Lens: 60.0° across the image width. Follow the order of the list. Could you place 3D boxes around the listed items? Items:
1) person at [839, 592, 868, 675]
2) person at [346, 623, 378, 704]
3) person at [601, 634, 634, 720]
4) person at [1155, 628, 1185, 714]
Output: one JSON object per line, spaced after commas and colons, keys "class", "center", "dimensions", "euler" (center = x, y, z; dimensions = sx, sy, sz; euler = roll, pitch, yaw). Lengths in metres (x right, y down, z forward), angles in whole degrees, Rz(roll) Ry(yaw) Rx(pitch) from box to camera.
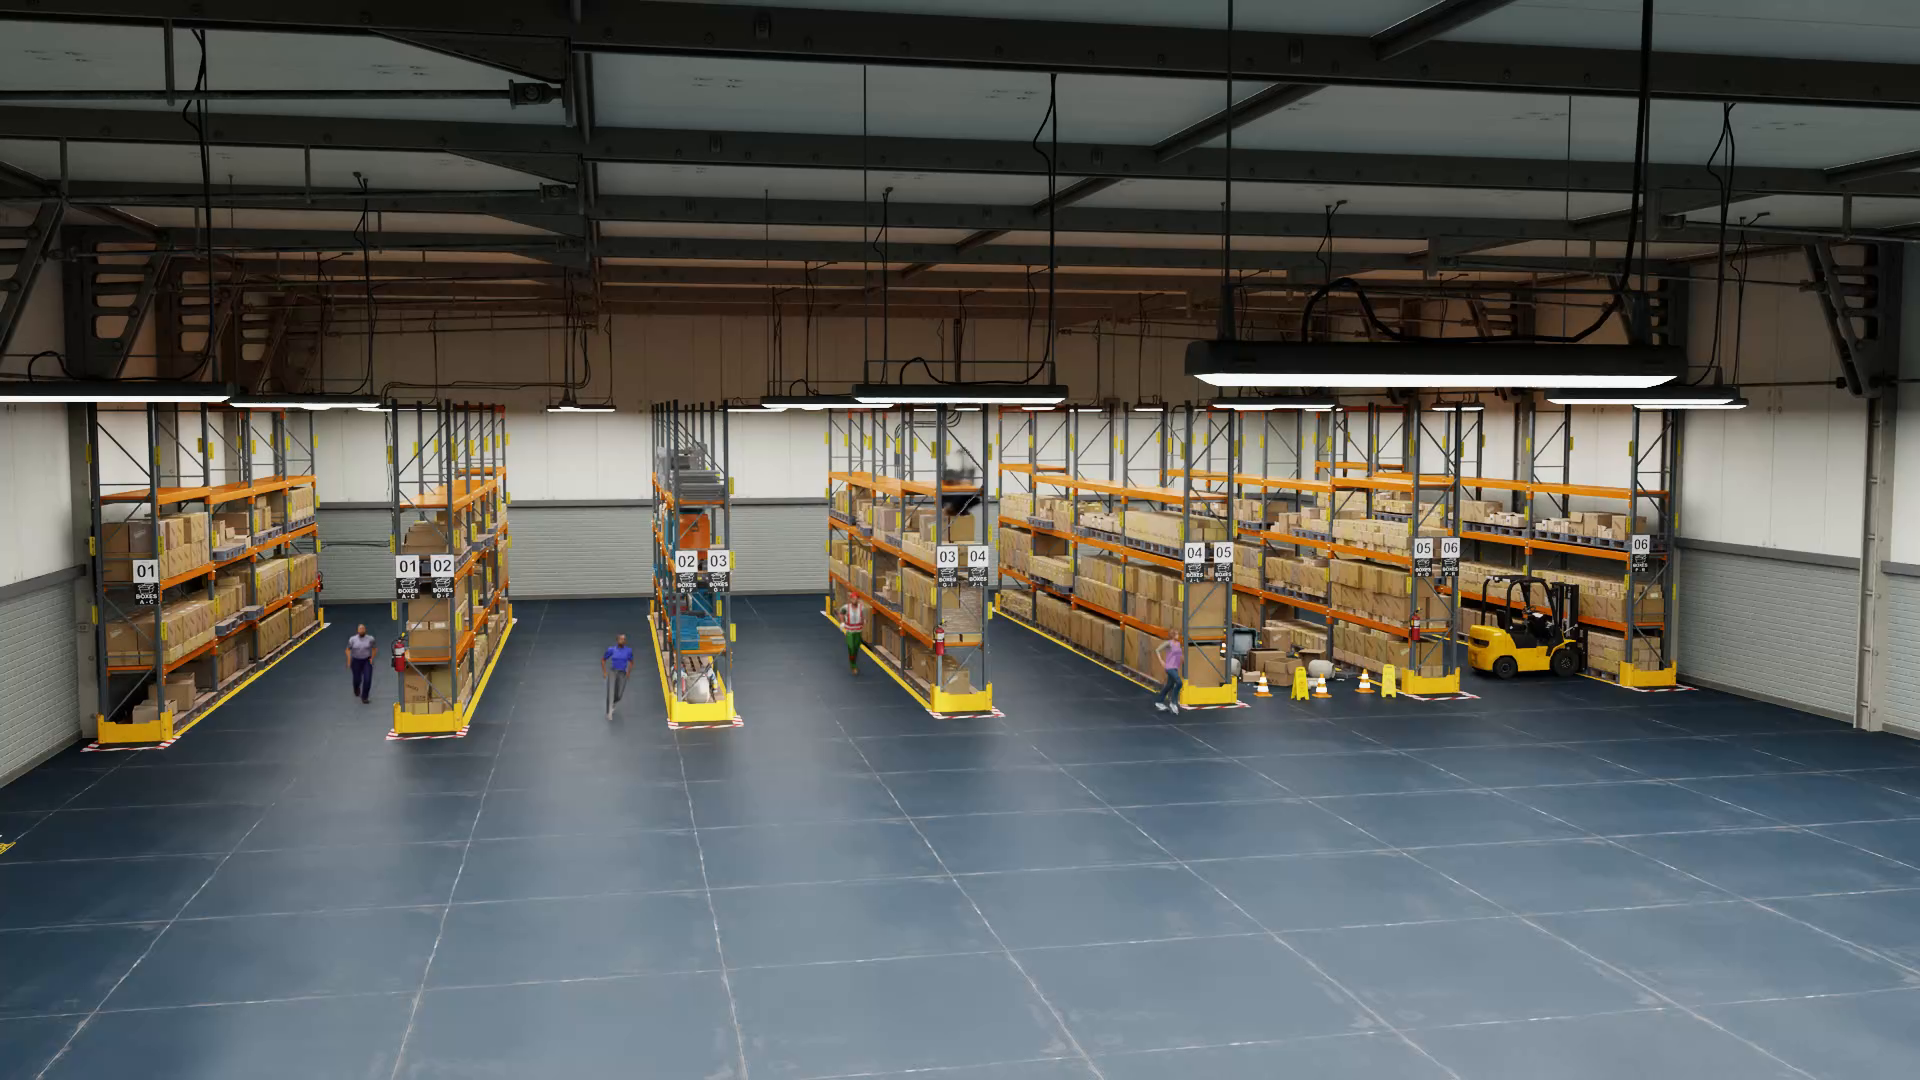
{"class": "person", "center": [-2.363, 2.041, 36.979], "dimensions": [0.607, 1.792, 0.992], "euler": [-1, 4, -17]}
{"class": "person", "center": [-11.874, 2.447, 33.037], "dimensions": [0.594, 1.598, 0.585], "euler": [-2, 5, -22]}
{"class": "person", "center": [-6.488, 2.570, 31.515], "dimensions": [0.615, 1.615, 0.585], "euler": [-1, 5, -17]}
{"class": "person", "center": [4.065, 2.516, 32.092], "dimensions": [0.622, 1.624, 0.546], "euler": [3, 5, 33]}
